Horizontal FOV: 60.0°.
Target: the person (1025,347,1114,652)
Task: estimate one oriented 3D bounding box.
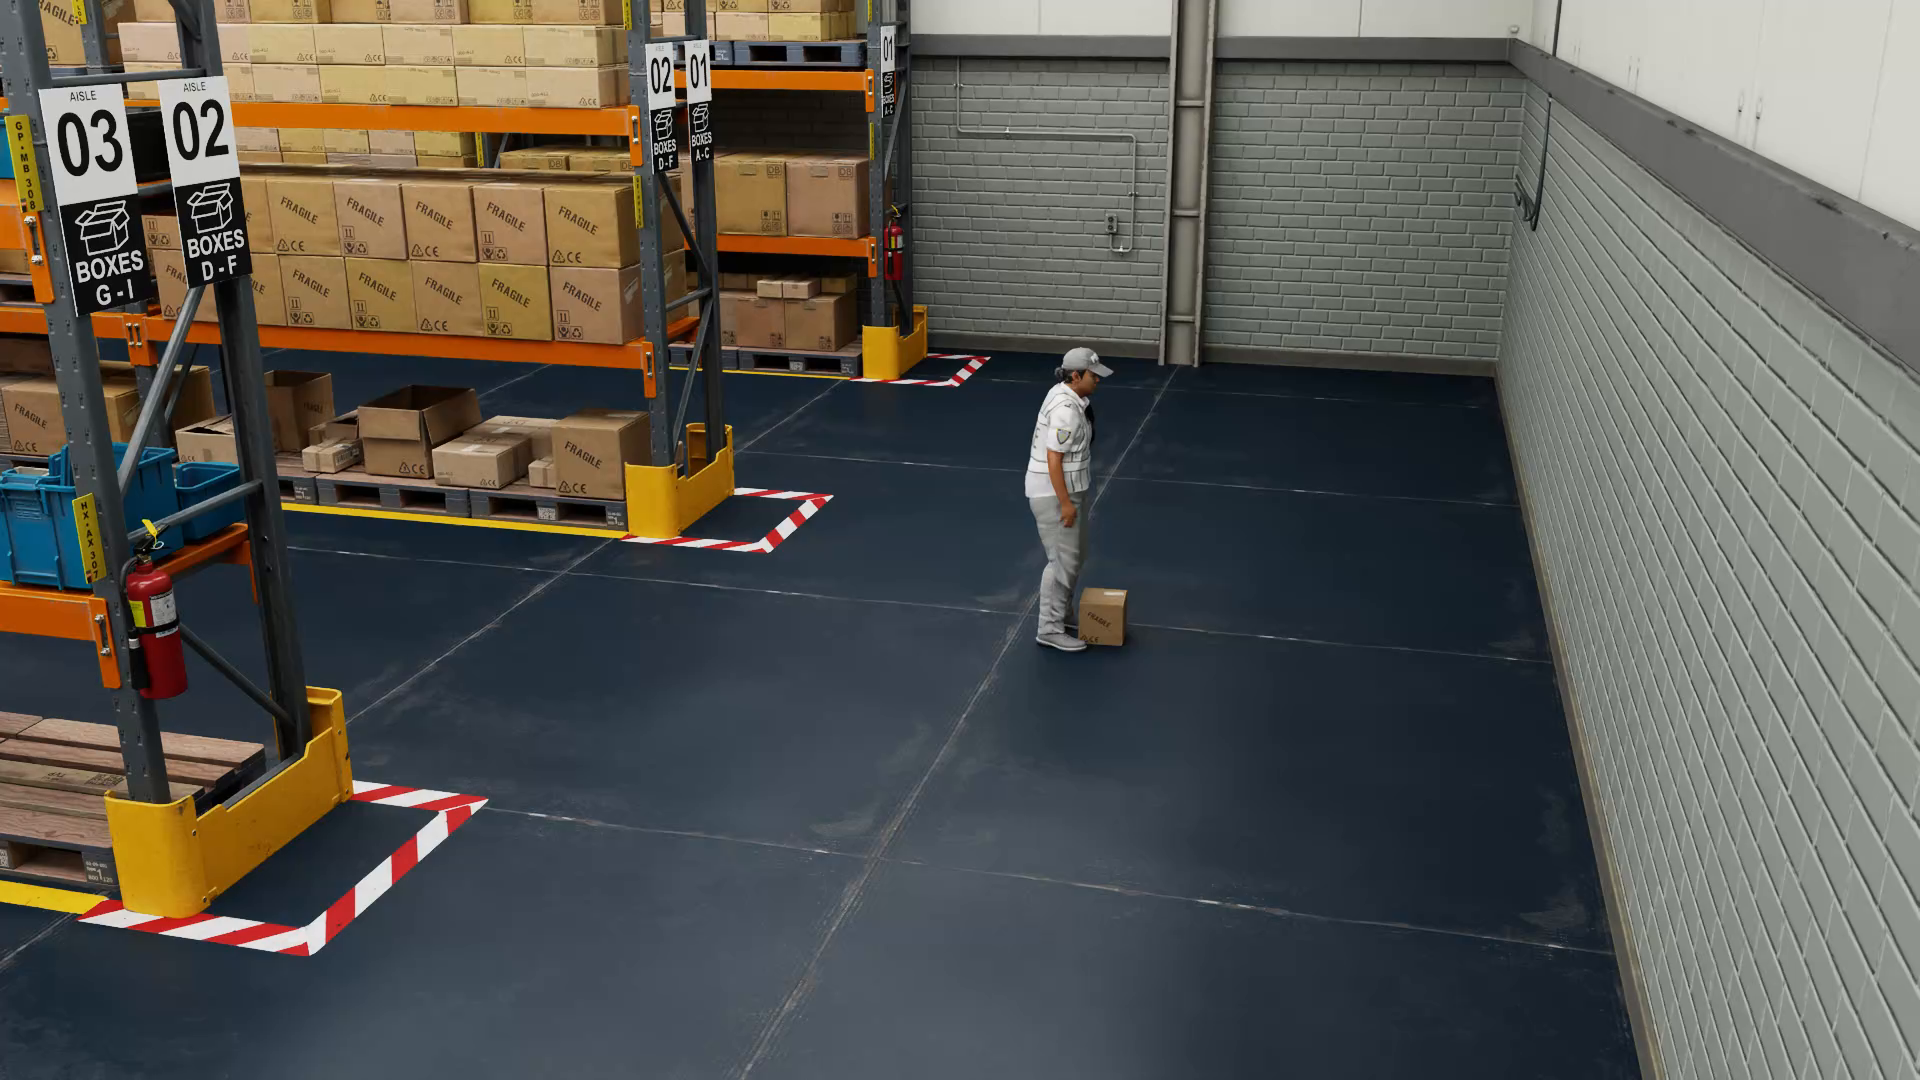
[{"bbox_3d":[0.603,-0.251,9.302,0.463,1.667,0.563,4,19,11],"label":"person"}]
